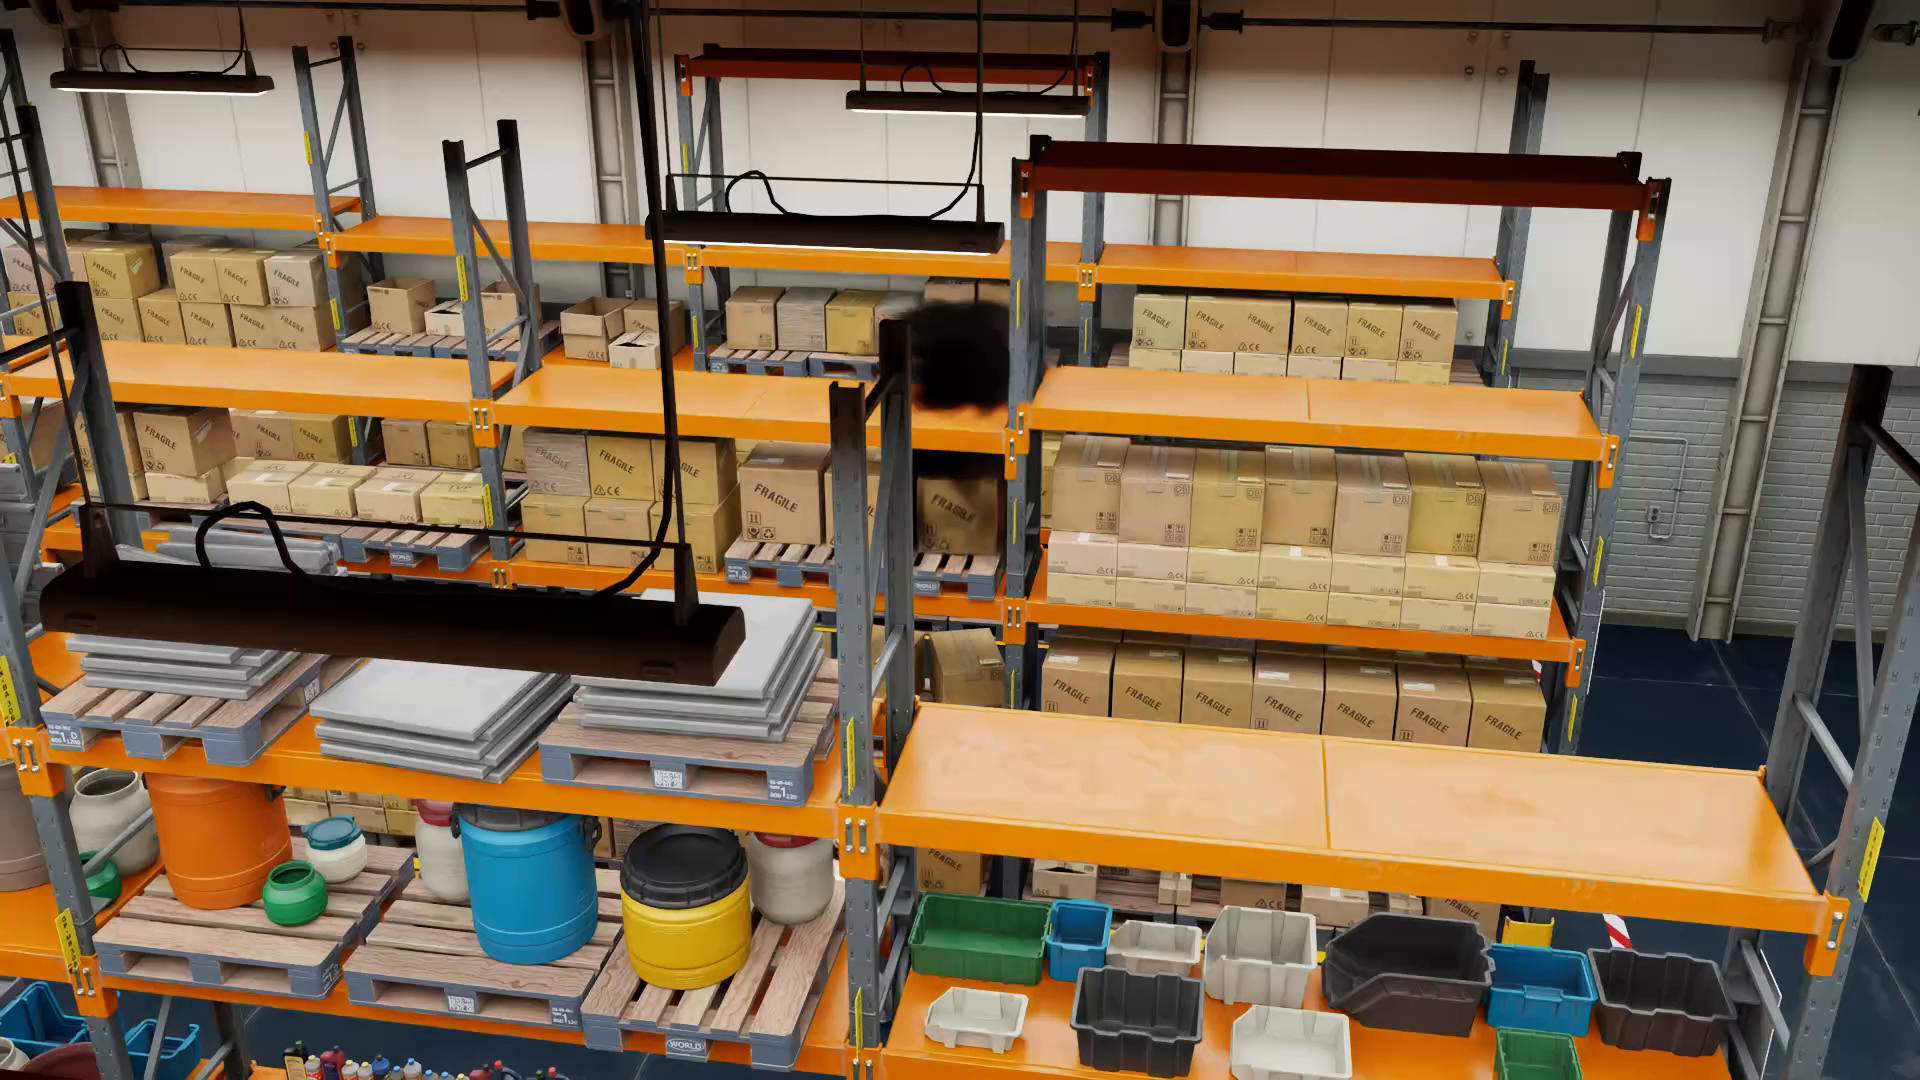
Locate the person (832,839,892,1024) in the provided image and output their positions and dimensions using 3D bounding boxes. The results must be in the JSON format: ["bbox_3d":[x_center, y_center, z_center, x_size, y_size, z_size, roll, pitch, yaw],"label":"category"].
[{"bbox_3d":[-0.778,2.741,11.797,0.804,1.711,0.464,0,23,0],"label":"person"}]
